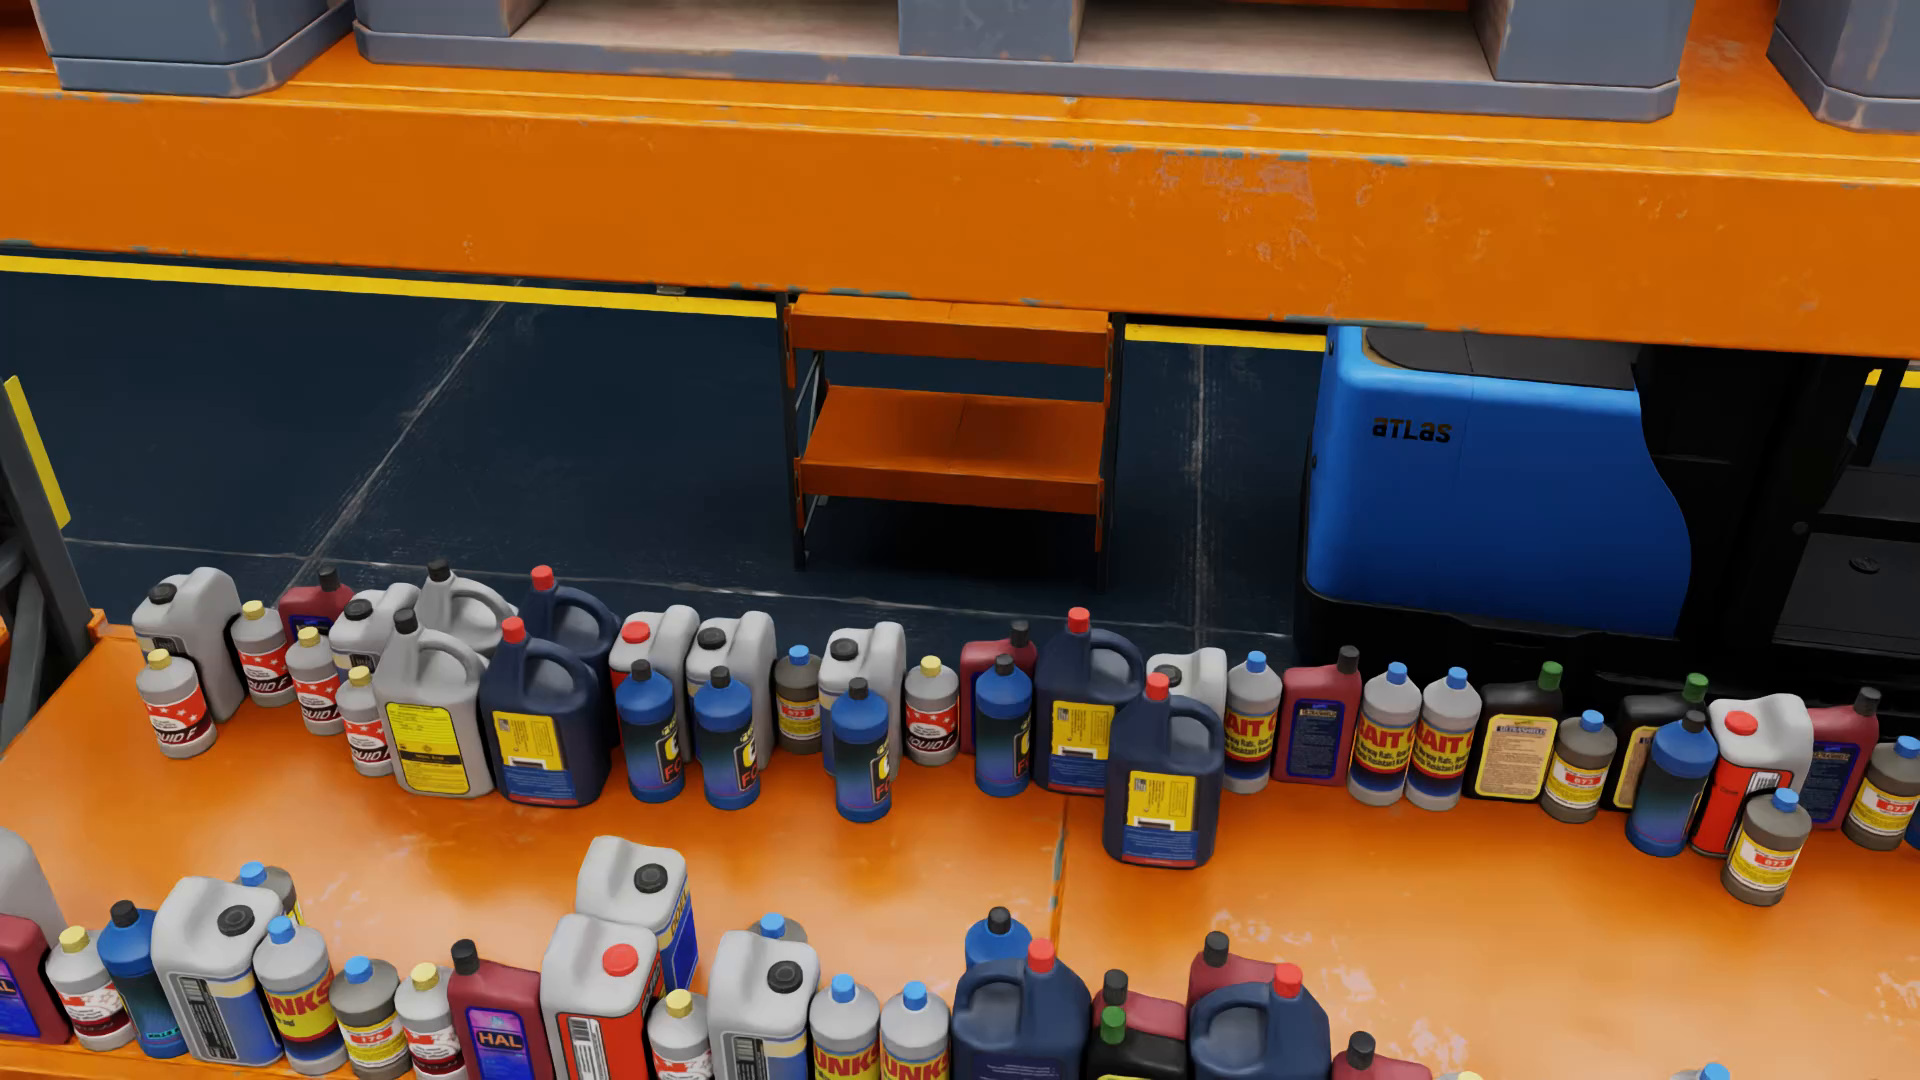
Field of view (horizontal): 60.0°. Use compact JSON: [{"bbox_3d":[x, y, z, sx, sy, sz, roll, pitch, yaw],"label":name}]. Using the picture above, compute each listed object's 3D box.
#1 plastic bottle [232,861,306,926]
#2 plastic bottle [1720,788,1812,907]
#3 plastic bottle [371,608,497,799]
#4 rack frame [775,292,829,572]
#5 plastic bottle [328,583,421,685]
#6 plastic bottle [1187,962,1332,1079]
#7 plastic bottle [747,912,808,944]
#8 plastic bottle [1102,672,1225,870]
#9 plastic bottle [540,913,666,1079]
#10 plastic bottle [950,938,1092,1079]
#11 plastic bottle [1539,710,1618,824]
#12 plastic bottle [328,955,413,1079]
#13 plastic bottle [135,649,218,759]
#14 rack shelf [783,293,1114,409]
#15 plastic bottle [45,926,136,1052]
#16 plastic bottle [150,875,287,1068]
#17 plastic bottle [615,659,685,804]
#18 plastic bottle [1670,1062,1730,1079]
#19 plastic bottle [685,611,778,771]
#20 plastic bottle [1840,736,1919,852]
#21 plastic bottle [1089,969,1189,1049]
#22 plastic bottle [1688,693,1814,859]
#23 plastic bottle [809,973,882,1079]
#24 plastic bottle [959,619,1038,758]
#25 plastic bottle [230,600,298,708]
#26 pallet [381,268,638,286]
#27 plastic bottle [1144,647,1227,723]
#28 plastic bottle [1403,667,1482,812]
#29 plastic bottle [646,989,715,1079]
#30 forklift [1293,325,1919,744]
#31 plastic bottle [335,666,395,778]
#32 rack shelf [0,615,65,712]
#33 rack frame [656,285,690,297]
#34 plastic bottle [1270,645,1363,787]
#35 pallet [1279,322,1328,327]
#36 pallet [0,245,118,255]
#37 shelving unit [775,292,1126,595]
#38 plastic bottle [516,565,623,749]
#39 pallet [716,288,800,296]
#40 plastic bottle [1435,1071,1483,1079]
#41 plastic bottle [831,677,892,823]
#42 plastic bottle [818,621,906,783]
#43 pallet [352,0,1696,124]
[{"bbox_3d":[-1.056,0.573,2.536,0.097,0.201,0.097,0,36,0],"label":"plastic bottle"},{"bbox_3d":[1.296,0.482,2.664,0.097,0.201,0.097,0,36,0],"label":"plastic bottle"},{"bbox_3d":[-0.892,0.267,2.836,0.185,0.351,0.144,4,36,6],"label":"plastic bottle"},{"bbox_3d":[-0.511,-0.496,5.477,0.032,1.125,0.500,4,36,6],"label":"rack frame"},{"bbox_3d":[-1.033,0.205,2.988,0.135,0.276,0.152,4,36,6],"label":"plastic bottle"},{"bbox_3d":[0.399,0.696,2.235,0.185,0.351,0.144,4,36,6],"label":"plastic bottle"},{"bbox_3d":[-0.271,0.631,2.454,0.097,0.201,0.097,0,36,0],"label":"plastic bottle"},{"bbox_3d":[0.333,0.363,2.702,0.185,0.351,0.144,4,36,6],"label":"plastic bottle"},{"bbox_3d":[-0.498,0.657,2.354,0.135,0.276,0.152,4,36,6],"label":"plastic bottle"},{"bbox_3d":[0.083,0.672,2.268,0.185,0.351,0.144,4,36,6],"label":"plastic bottle"},{"bbox_3d":[1.050,0.374,2.814,0.097,0.201,0.097,0,36,0],"label":"plastic bottle"},{"bbox_3d":[-0.845,0.678,2.390,0.097,0.201,0.097,0,36,0],"label":"plastic bottle"},{"bbox_3d":[-1.392,0.281,2.945,0.097,0.201,0.097,0,36,0],"label":"plastic bottle"},{"bbox_3d":[-0.007,-0.697,5.254,1.000,0.278,0.538,4,36,6],"label":"rack shelf"},{"bbox_3d":[-1.269,0.646,2.434,0.097,0.201,0.097,0,36,0],"label":"plastic bottle"},{"bbox_3d":[-1.053,0.616,2.412,0.135,0.276,0.152,4,36,6],"label":"plastic bottle"},{"bbox_3d":[-0.530,0.317,2.834,0.097,0.271,0.097,0,36,0],"label":"plastic bottle"},{"bbox_3d":[0.958,0.784,2.181,0.097,0.271,0.097,0,36,0],"label":"plastic bottle"},{"bbox_3d":[-0.399,0.252,2.922,0.135,0.276,0.152,4,36,6],"label":"plastic bottle"},{"bbox_3d":[1.544,0.411,2.763,0.097,0.201,0.097,0,36,0],"label":"plastic bottle"},{"bbox_3d":[0.243,0.700,2.287,0.133,0.283,0.061,4,36,6],"label":"plastic bottle"},{"bbox_3d":[1.294,0.378,2.745,0.135,0.276,0.152,4,36,6],"label":"plastic bottle"},{"bbox_3d":[-0.156,0.700,2.297,0.097,0.271,0.097,0,36,0],"label":"plastic bottle"},{"bbox_3d":[0.066,0.257,2.908,0.133,0.283,0.061,4,36,6],"label":"plastic bottle"},{"bbox_3d":[-1.276,0.201,3.057,0.097,0.201,0.097,0,36,0],"label":"plastic bottle"},{"bbox_3d":[-1.940,-1.536,7.720,1.213,0.211,1.003,4,36,6],"label":"pallet"},{"bbox_3d":[0.377,0.310,2.841,0.135,0.276,0.152,4,36,6],"label":"plastic bottle"},{"bbox_3d":[0.821,0.329,2.818,0.097,0.271,0.097,0,36,0],"label":"plastic bottle"},{"bbox_3d":[-0.386,0.712,2.342,0.097,0.201,0.097,0,36,0],"label":"plastic bottle"},{"bbox_3d":[2.608,-0.897,4.484,3.031,2.935,1.130,6,36,9],"label":"forklift"},{"bbox_3d":[-1.030,0.308,2.907,0.097,0.201,0.097,0,36,0],"label":"plastic bottle"},{"bbox_3d":[-3.811,0.429,3.186,4.000,0.370,1.077,4,36,6],"label":"rack shelf"},{"bbox_3d":[-1.196,-2.570,6.768,0.127,3.000,1.000,4,36,6],"label":"rack frame"},{"bbox_3d":[0.612,0.298,2.851,0.133,0.283,0.061,4,36,6],"label":"plastic bottle"},{"bbox_3d":[1.999,-1.240,7.306,1.213,0.211,1.003,4,36,6],"label":"pallet"},{"bbox_3d":[-4.361,-1.716,7.973,1.213,0.211,1.003,4,36,6],"label":"pallet"},{"bbox_3d":[-0.007,-0.458,5.424,1.048,1.125,0.538,4,36,6],"label":"shelving unit"},{"bbox_3d":[-0.690,0.197,2.934,0.185,0.351,0.144,4,36,6],"label":"plastic bottle"},{"bbox_3d":[-0.421,-1.421,7.559,1.213,0.211,1.003,4,36,6],"label":"pallet"},{"bbox_3d":[0.668,0.790,2.231,0.097,0.201,0.097,0,36,0],"label":"plastic bottle"},{"bbox_3d":[-0.166,0.344,2.796,0.097,0.271,0.097,0,36,0],"label":"plastic bottle"},{"bbox_3d":[-0.169,0.269,2.898,0.135,0.276,0.152,4,36,6],"label":"plastic bottle"},{"bbox_3d":[0.088,-0.776,1.835,1.213,0.211,1.003,4,36,6],"label":"pallet"}]
